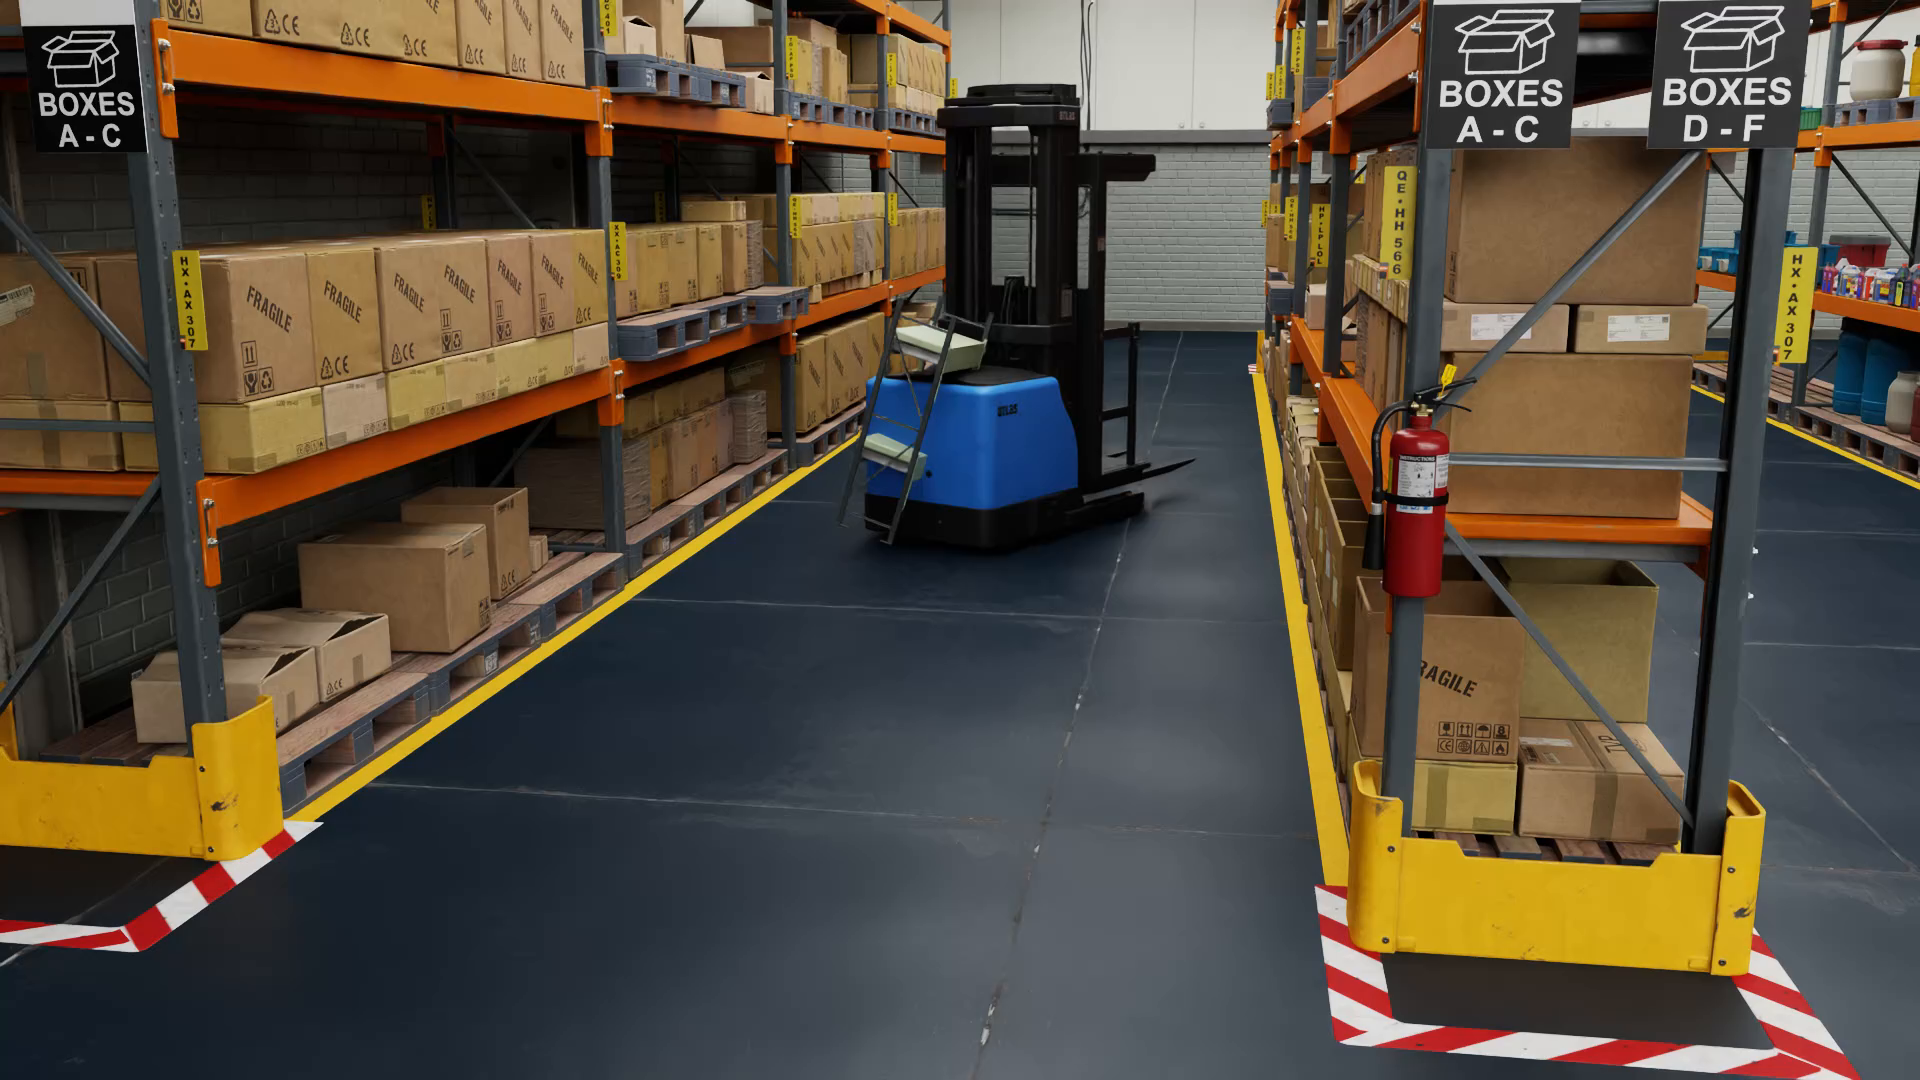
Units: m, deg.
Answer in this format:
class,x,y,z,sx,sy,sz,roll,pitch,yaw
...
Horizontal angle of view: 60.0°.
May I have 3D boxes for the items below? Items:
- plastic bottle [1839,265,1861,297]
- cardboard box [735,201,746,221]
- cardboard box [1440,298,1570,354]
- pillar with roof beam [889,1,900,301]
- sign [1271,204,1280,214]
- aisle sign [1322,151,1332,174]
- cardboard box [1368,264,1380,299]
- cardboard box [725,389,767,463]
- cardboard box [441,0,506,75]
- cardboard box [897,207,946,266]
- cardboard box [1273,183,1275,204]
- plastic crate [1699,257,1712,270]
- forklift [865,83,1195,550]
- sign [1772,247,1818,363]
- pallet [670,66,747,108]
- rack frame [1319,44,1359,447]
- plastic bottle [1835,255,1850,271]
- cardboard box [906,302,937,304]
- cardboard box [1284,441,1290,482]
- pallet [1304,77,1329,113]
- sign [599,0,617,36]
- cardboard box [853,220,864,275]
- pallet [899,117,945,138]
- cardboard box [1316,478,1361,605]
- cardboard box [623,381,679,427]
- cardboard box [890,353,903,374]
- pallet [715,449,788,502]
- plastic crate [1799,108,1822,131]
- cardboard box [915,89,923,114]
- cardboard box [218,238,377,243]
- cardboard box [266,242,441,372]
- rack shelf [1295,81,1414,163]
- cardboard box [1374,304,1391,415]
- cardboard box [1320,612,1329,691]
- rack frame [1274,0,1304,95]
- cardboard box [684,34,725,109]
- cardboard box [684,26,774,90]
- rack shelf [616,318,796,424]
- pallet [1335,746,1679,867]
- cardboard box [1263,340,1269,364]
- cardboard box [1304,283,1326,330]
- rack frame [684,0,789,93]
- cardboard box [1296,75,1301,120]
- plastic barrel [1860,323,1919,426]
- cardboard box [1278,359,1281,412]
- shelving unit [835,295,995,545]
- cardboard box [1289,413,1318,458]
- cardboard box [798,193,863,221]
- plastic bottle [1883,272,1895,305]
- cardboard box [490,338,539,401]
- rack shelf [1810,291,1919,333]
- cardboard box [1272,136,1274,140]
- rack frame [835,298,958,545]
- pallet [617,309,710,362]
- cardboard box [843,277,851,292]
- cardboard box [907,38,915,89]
class,x,y,z,sx,sy,sz,roll,pitch,yaw
plastic bottle,8.054,-2.340,15.024,0.152,0.276,0.135,2,12,9
cardboard box,-1.870,-2.557,12.917,0.380,0.149,0.250,0,12,1
cardboard box,1.689,-0.675,5.230,0.380,0.149,0.250,2,12,8
pillar with roof beam,3.198,-7.097,22.566,9.100,9.000,0.400,2,12,9
sign,3.127,-3.161,16.485,0.100,0.325,0.005,2,12,9
aisle sign,4.592,-4.829,20.112,0.394,0.787,0.004,2,12,9
cardboard box,2.045,-1.160,7.479,0.380,0.149,0.250,1,12,7
cardboard box,-1.906,-0.890,12.893,0.700,0.500,0.500,2,12,9
cardboard box,-2.433,-2.406,7.635,0.500,0.500,0.500,1,12,6
cardboard box,-0.685,-3.754,20.581,0.980,0.700,0.700,2,12,11
cardboard box,3.718,-3.689,18.382,0.500,0.500,0.500,2,12,8
plastic crate,8.679,-3.189,19.153,0.250,0.136,0.298,2,12,9
forklift,0.652,-1.628,11.591,1.130,2.935,3.031,9,15,36
sign,2.366,-0.666,4.722,0.100,0.325,0.005,2,12,9
pallet,-2.105,-2.932,10.802,1.213,0.211,1.003,2,12,9
rack frame,2.434,-1.056,8.775,1.000,3.000,0.127,2,12,9
plastic bottle,8.177,-2.465,15.429,0.144,0.351,0.185,2,12,9
cardboard box,-0.465,-2.833,20.415,0.380,0.149,0.250,2,12,8
cardboard box,2.602,-0.546,11.937,0.500,0.250,0.500,2,12,7
pallet,3.033,-3.119,11.674,1.213,0.211,1.003,2,12,11
sign,-1.924,-2.919,9.071,0.100,0.325,0.005,2,12,9
cardboard box,-1.208,-2.770,15.738,0.500,0.500,0.500,2,12,9
pallet,-0.720,-4.982,20.082,1.003,0.211,1.213,2,12,9
cardboard box,1.899,0.010,7.575,0.500,0.500,0.500,2,12,9
cardboard box,-2.224,-0.930,11.297,0.500,0.250,0.500,2,12,7
cardboard box,-1.015,-2.017,18.170,0.700,0.500,0.500,2,12,9
pallet,-1.968,-0.523,12.919,1.003,0.211,1.213,2,12,9
plastic crate,8.324,-4.021,15.915,0.450,0.188,0.662,2,12,9
cardboard box,-0.700,-4.877,18.503,0.500,0.250,0.500,2,12,7
cardboard box,-2.975,-1.109,7.545,0.500,0.500,0.500,2,12,9
cardboard box,-2.535,-0.986,6.977,0.500,0.500,0.500,1,12,7
rack shelf,2.741,-2.587,10.467,1.077,0.370,4.000,2,12,9
cardboard box,2.216,-0.798,7.340,0.700,0.500,0.500,2,12,9
cardboard box,1.828,0.481,7.170,0.500,0.250,0.500,2,12,9
rack frame,4.279,-6.487,19.734,1.000,3.000,0.127,2,12,9
cardboard box,-2.137,-3.308,11.813,0.797,0.503,0.637,4,13,17
cardboard box,-1.830,-3.880,13.475,0.700,0.500,0.500,1,12,4
rack shelf,-2.154,-1.281,11.524,1.077,0.370,4.000,2,12,9
pallet,1.895,0.979,5.950,1.003,0.211,1.213,2,12,9
cardboard box,3.838,-2.217,19.644,0.500,0.250,0.500,2,12,9
cardboard box,2.720,-1.666,11.813,0.500,0.311,0.500,2,12,8
rack frame,-1.846,-4.981,12.748,1.000,3.000,0.127,2,12,9
cardboard box,3.161,-3.602,13.231,0.910,0.500,0.500,2,12,9
plastic barrel,8.349,-1.480,14.724,0.600,0.901,0.708,2,12,9
cardboard box,3.194,-1.407,15.290,0.500,0.500,0.500,2,12,9
shelving unit,-0.283,-0.788,10.727,0.431,1.500,0.755,21,15,15
cardboard box,2.525,-0.709,11.362,0.500,0.311,0.500,2,12,7
cardboard box,-1.217,-3.134,15.646,0.500,0.250,0.500,2,12,10
plastic bottle,7.872,-2.129,14.057,0.097,0.271,0.097,0,12,0
cardboard box,-2.382,-0.835,8.059,0.500,0.250,0.500,2,12,8
rack shelf,8.250,-1.792,13.898,1.077,0.370,4.000,2,12,9
cardboard box,3.949,-4.849,19.608,0.500,0.250,0.500,2,12,9
rack frame,-0.404,-0.730,10.386,0.400,1.500,0.023,21,15,15
pallet,-2.200,-1.277,10.253,1.003,0.211,1.213,2,12,9
cardboard box,-1.242,-2.426,15.678,0.380,0.149,0.250,2,12,7
cardboard box,-0.772,-5.142,17.953,0.500,0.500,0.500,2,12,7
